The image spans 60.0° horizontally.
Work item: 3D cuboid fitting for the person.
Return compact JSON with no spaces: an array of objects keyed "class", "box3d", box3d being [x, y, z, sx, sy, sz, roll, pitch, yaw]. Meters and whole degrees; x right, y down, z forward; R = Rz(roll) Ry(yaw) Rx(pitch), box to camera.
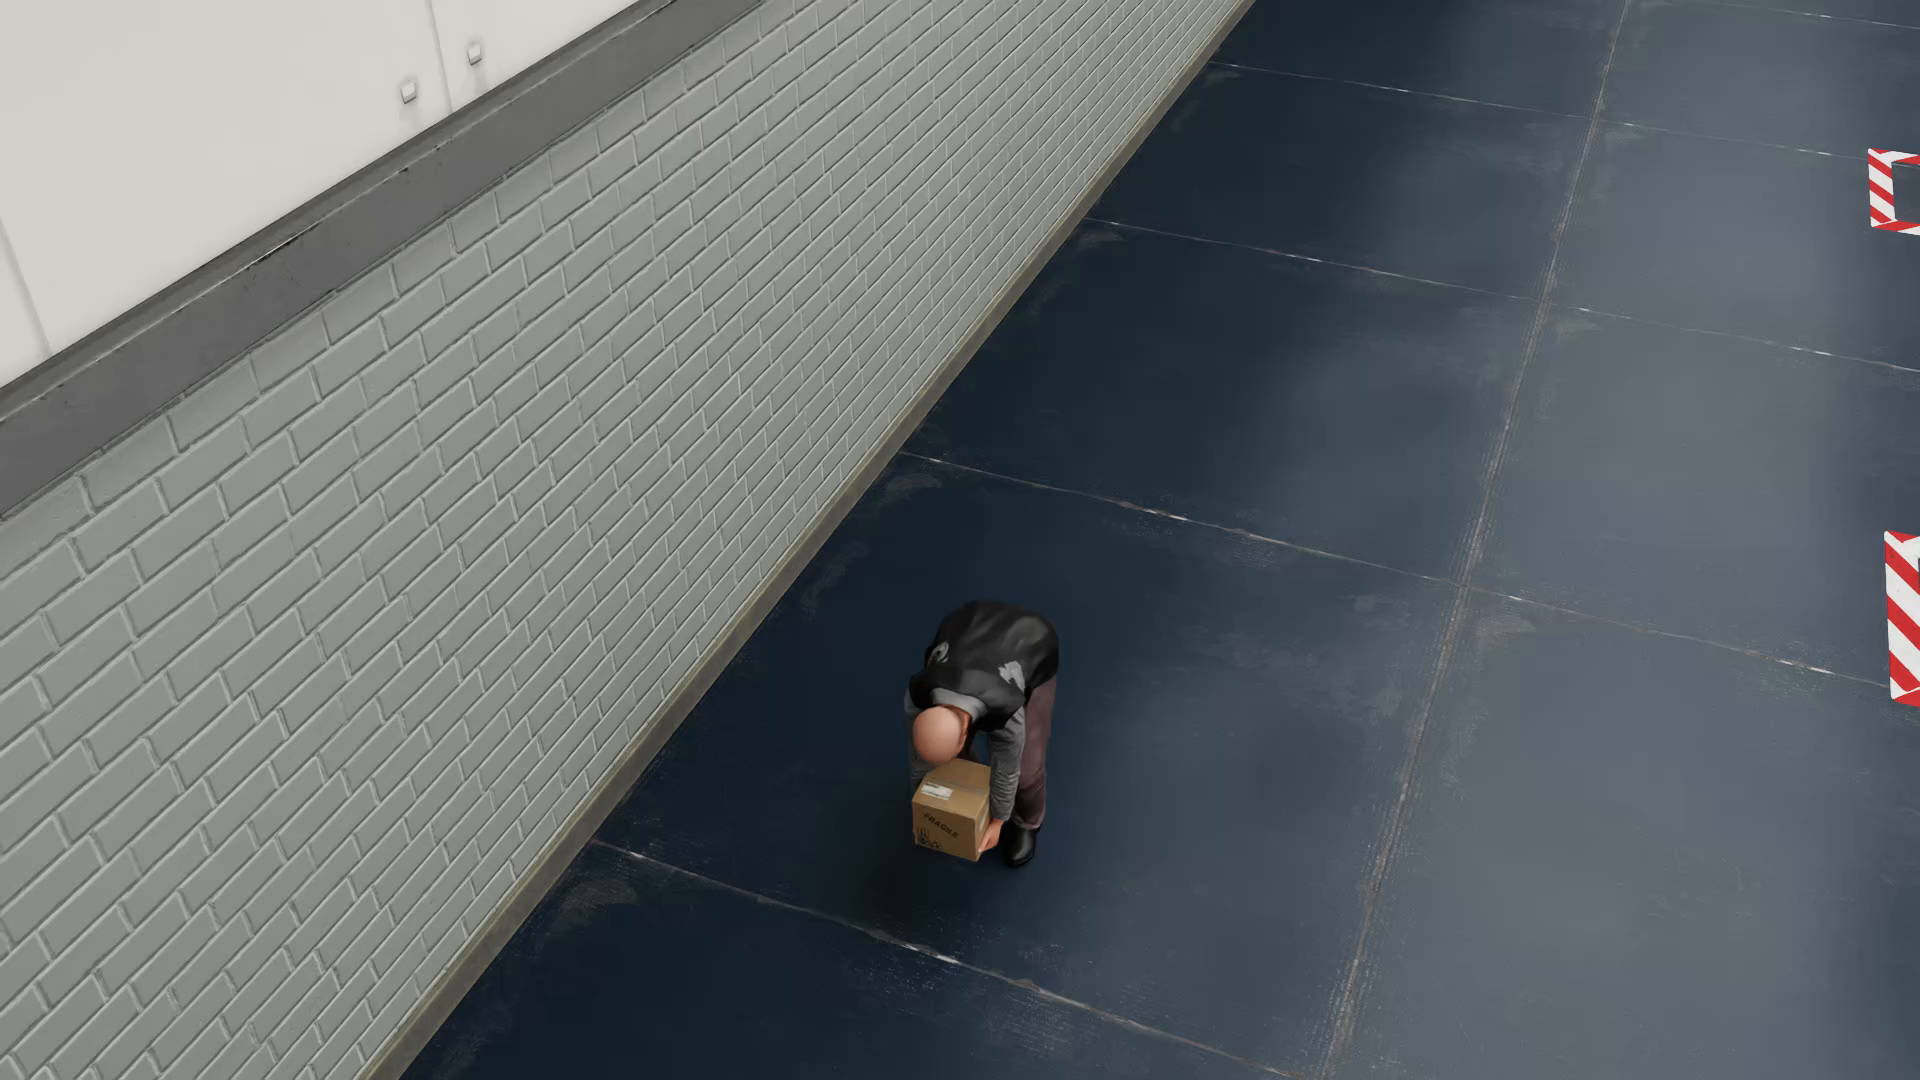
[{"class":"person","box3d":[0.056,0.833,6.202,0.464,1.172,0.948,13,39,17]}]
